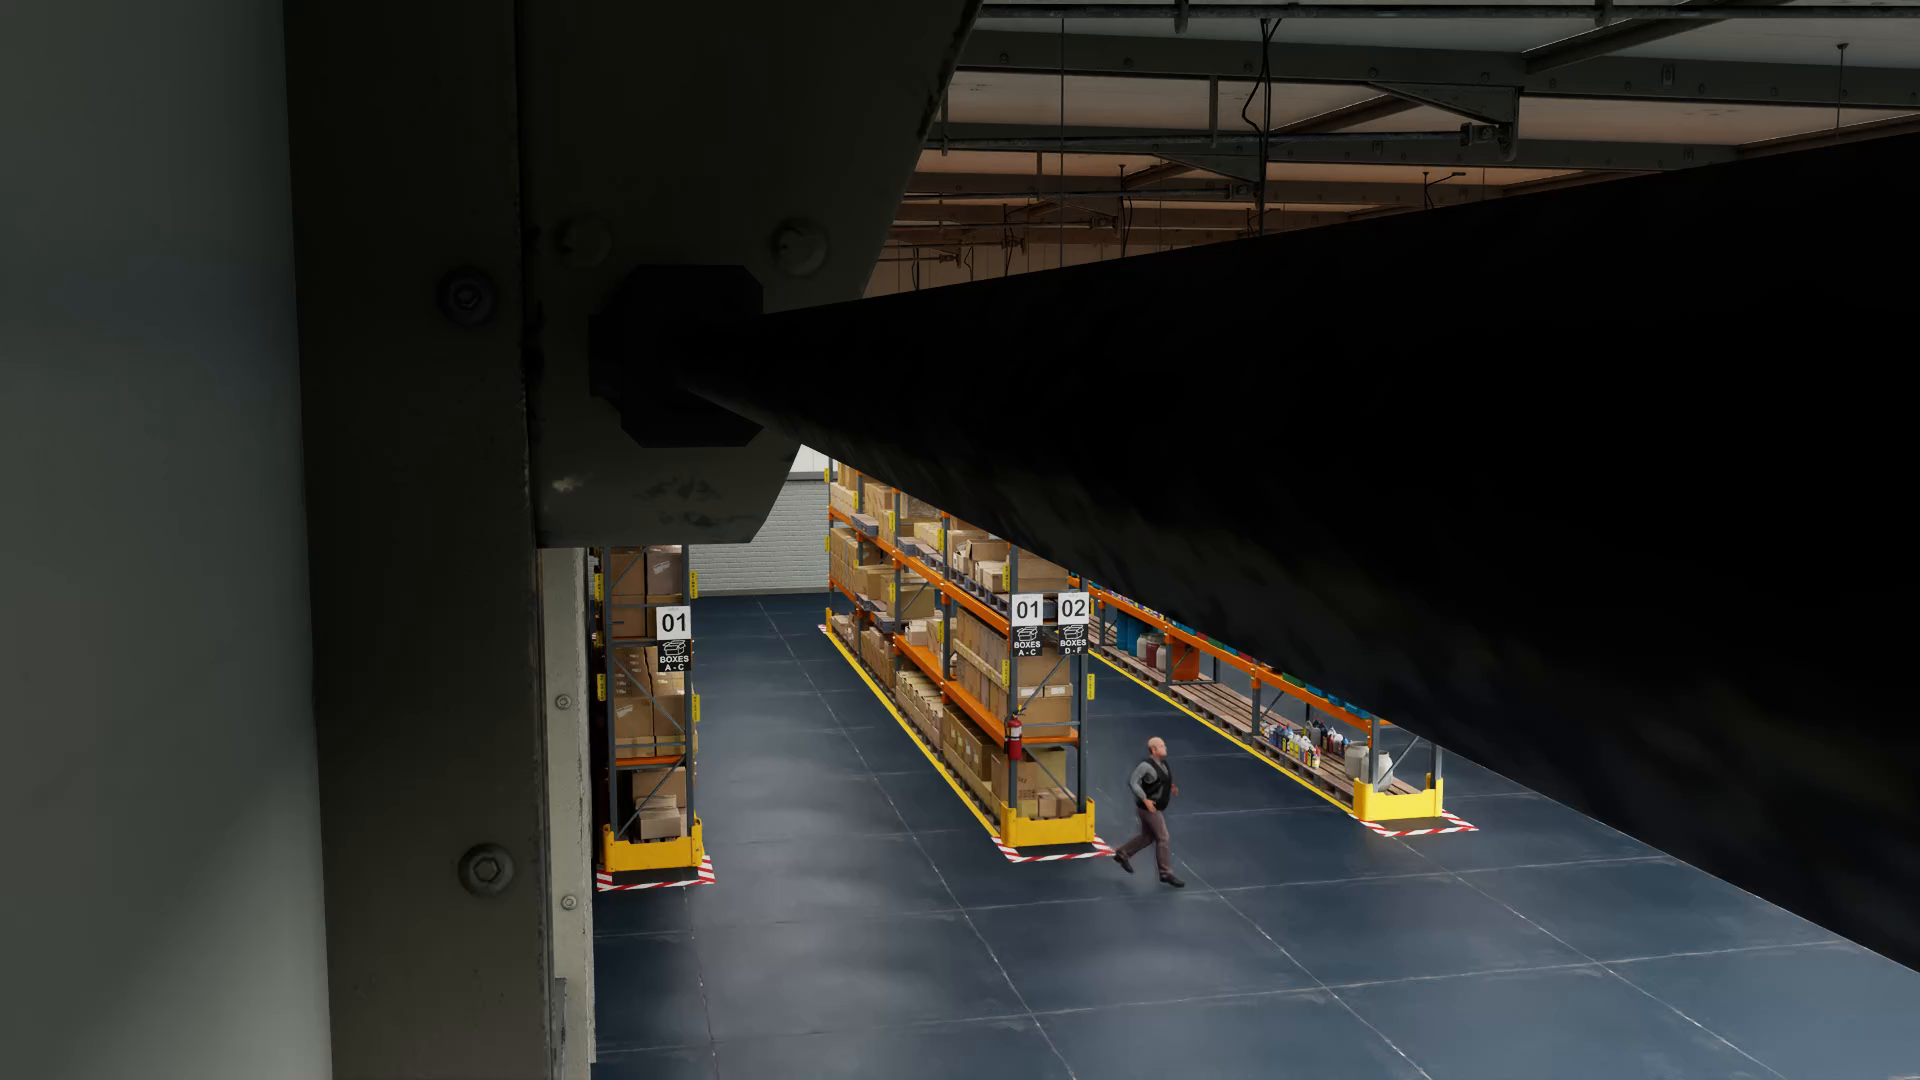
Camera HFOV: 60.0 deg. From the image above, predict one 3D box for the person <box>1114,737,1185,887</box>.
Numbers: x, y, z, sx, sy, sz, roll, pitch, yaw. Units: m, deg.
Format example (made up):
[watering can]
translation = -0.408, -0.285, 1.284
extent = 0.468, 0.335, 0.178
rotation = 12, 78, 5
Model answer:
[person]
translation = 2.226, 3.143, 19.473
extent = 0.903, 1.723, 0.658
rotation = 3, 7, 24
